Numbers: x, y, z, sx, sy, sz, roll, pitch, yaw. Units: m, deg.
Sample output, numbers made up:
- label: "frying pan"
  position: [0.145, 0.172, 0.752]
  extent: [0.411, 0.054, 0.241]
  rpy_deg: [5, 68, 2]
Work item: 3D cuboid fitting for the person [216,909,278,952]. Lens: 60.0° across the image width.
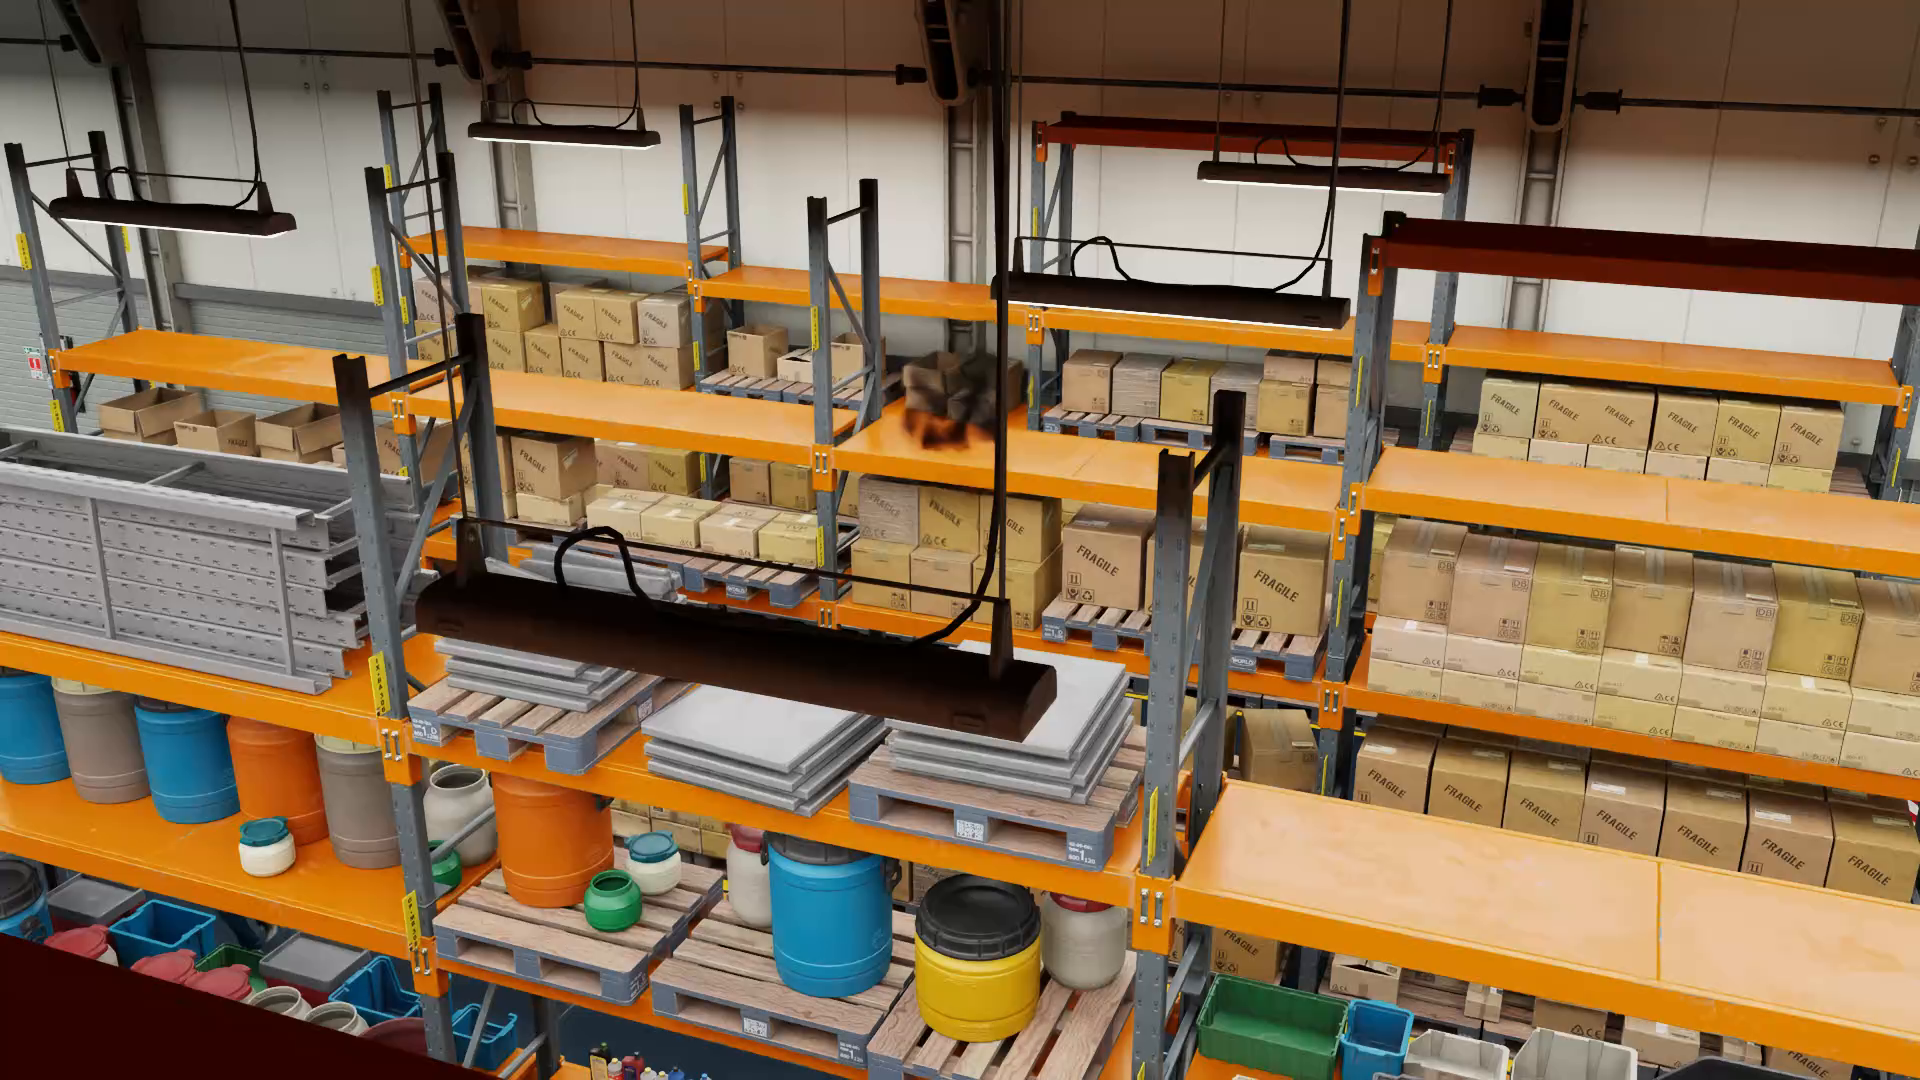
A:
- label: "person"
  position: [-5.763, 2.656, 13.245]
  extent: [0.512, 1.552, 0.507]
  rpy_deg: [5, 21, 12]
